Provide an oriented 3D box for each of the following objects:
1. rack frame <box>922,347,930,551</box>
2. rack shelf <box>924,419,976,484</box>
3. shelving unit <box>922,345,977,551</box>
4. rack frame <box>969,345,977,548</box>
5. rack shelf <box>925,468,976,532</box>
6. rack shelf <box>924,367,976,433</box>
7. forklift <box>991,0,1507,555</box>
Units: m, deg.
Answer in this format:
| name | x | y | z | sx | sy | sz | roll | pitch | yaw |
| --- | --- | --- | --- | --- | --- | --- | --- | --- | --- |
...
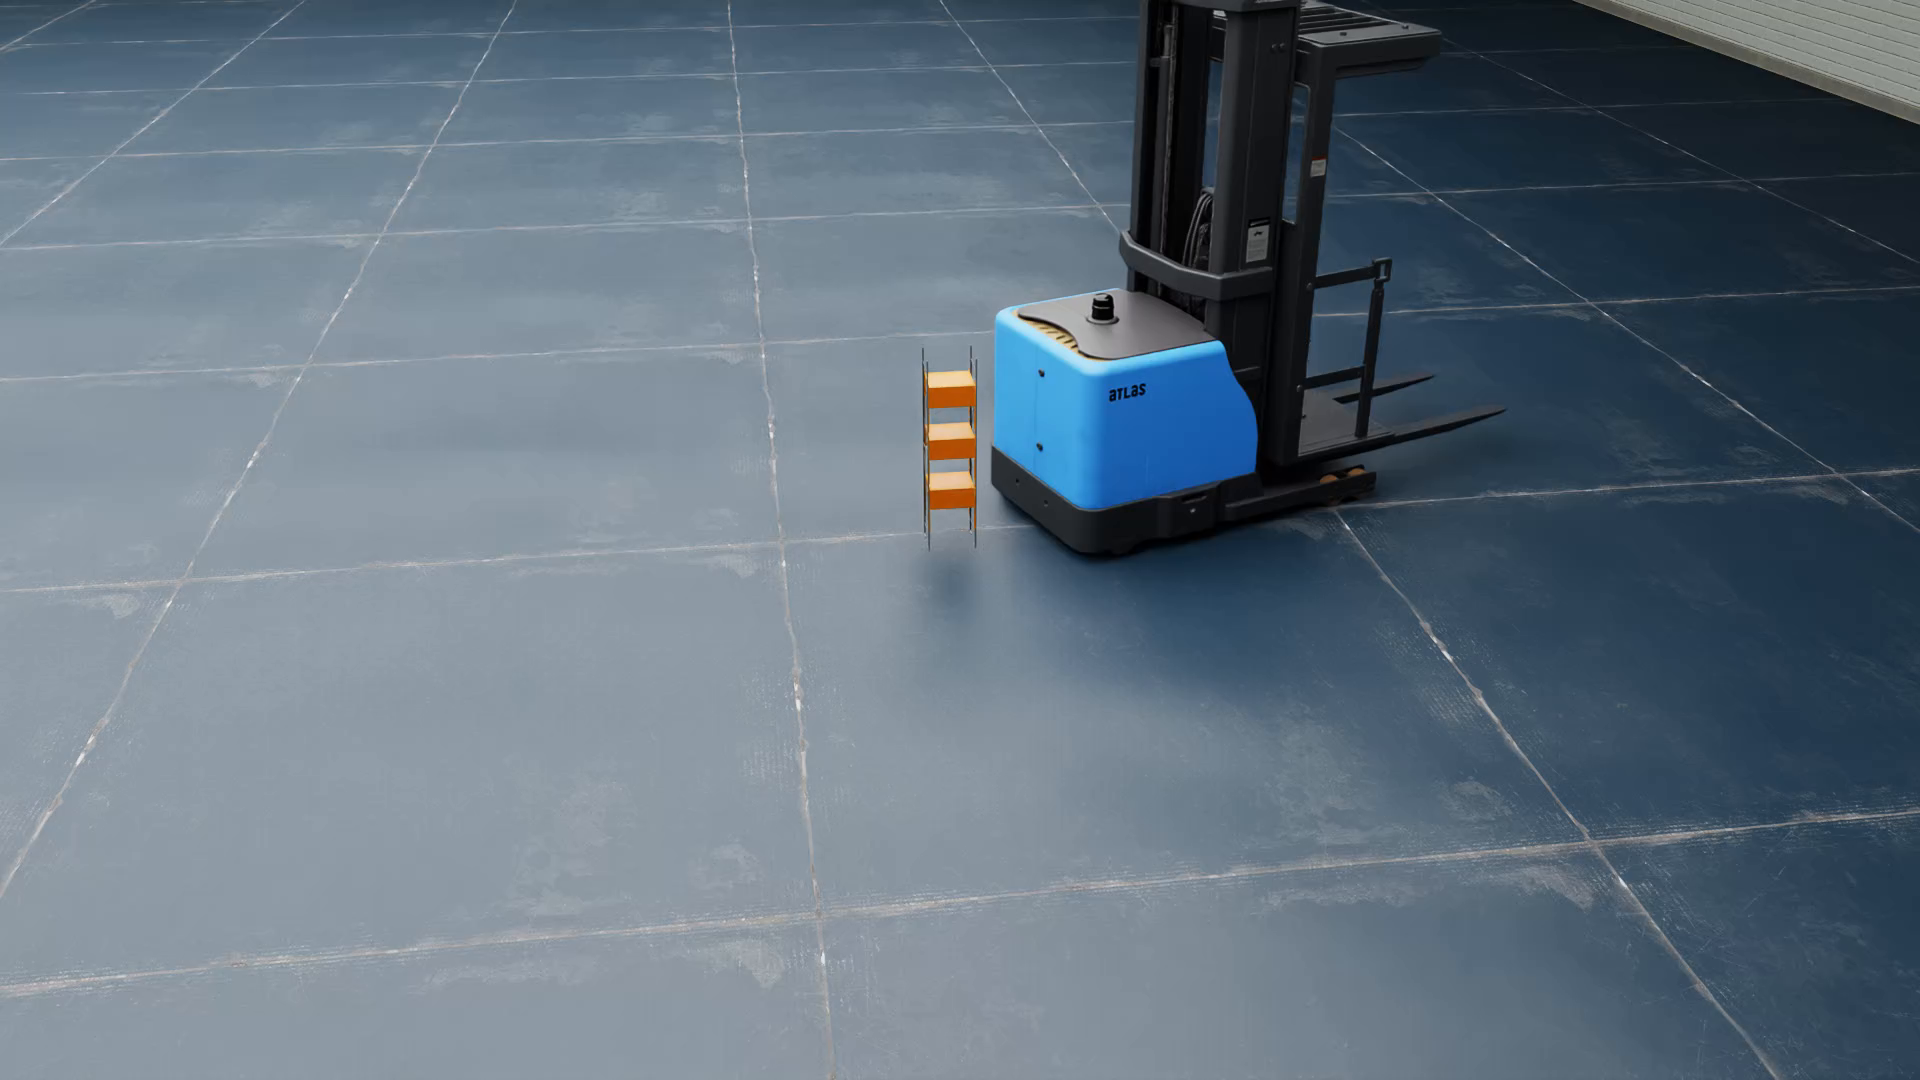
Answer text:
| name | x | y | z | sx | sy | sz | roll | pitch | yaw |
| --- | --- | --- | --- | --- | --- | --- | --- | --- | --- |
| rack frame | -0.174 | -0.456 | 8.489 | 0.008 | 1.050 | 0.200 | -4 | 27 | -7 |
| rack shelf | -0.053 | -0.454 | 8.509 | 0.240 | 0.259 | 0.215 | -4 | 27 | -7 |
| shelving unit | -0.053 | -0.464 | 8.504 | 0.252 | 1.050 | 0.215 | -4 | 27 | -7 |
| rack frame | 0.068 | -0.471 | 8.519 | 0.008 | 1.050 | 0.200 | -4 | 27 | -7 |
| rack shelf | -0.053 | -0.207 | 8.635 | 0.240 | 0.259 | 0.215 | -4 | 27 | -7 |
| rack shelf | -0.053 | -0.707 | 8.379 | 0.240 | 0.259 | 0.215 | -4 | 27 | -7 |
| forklift | 1.718 | -1.689 | 8.831 | 3.031 | 2.935 | 1.130 | -14 | 30 | -25 |
